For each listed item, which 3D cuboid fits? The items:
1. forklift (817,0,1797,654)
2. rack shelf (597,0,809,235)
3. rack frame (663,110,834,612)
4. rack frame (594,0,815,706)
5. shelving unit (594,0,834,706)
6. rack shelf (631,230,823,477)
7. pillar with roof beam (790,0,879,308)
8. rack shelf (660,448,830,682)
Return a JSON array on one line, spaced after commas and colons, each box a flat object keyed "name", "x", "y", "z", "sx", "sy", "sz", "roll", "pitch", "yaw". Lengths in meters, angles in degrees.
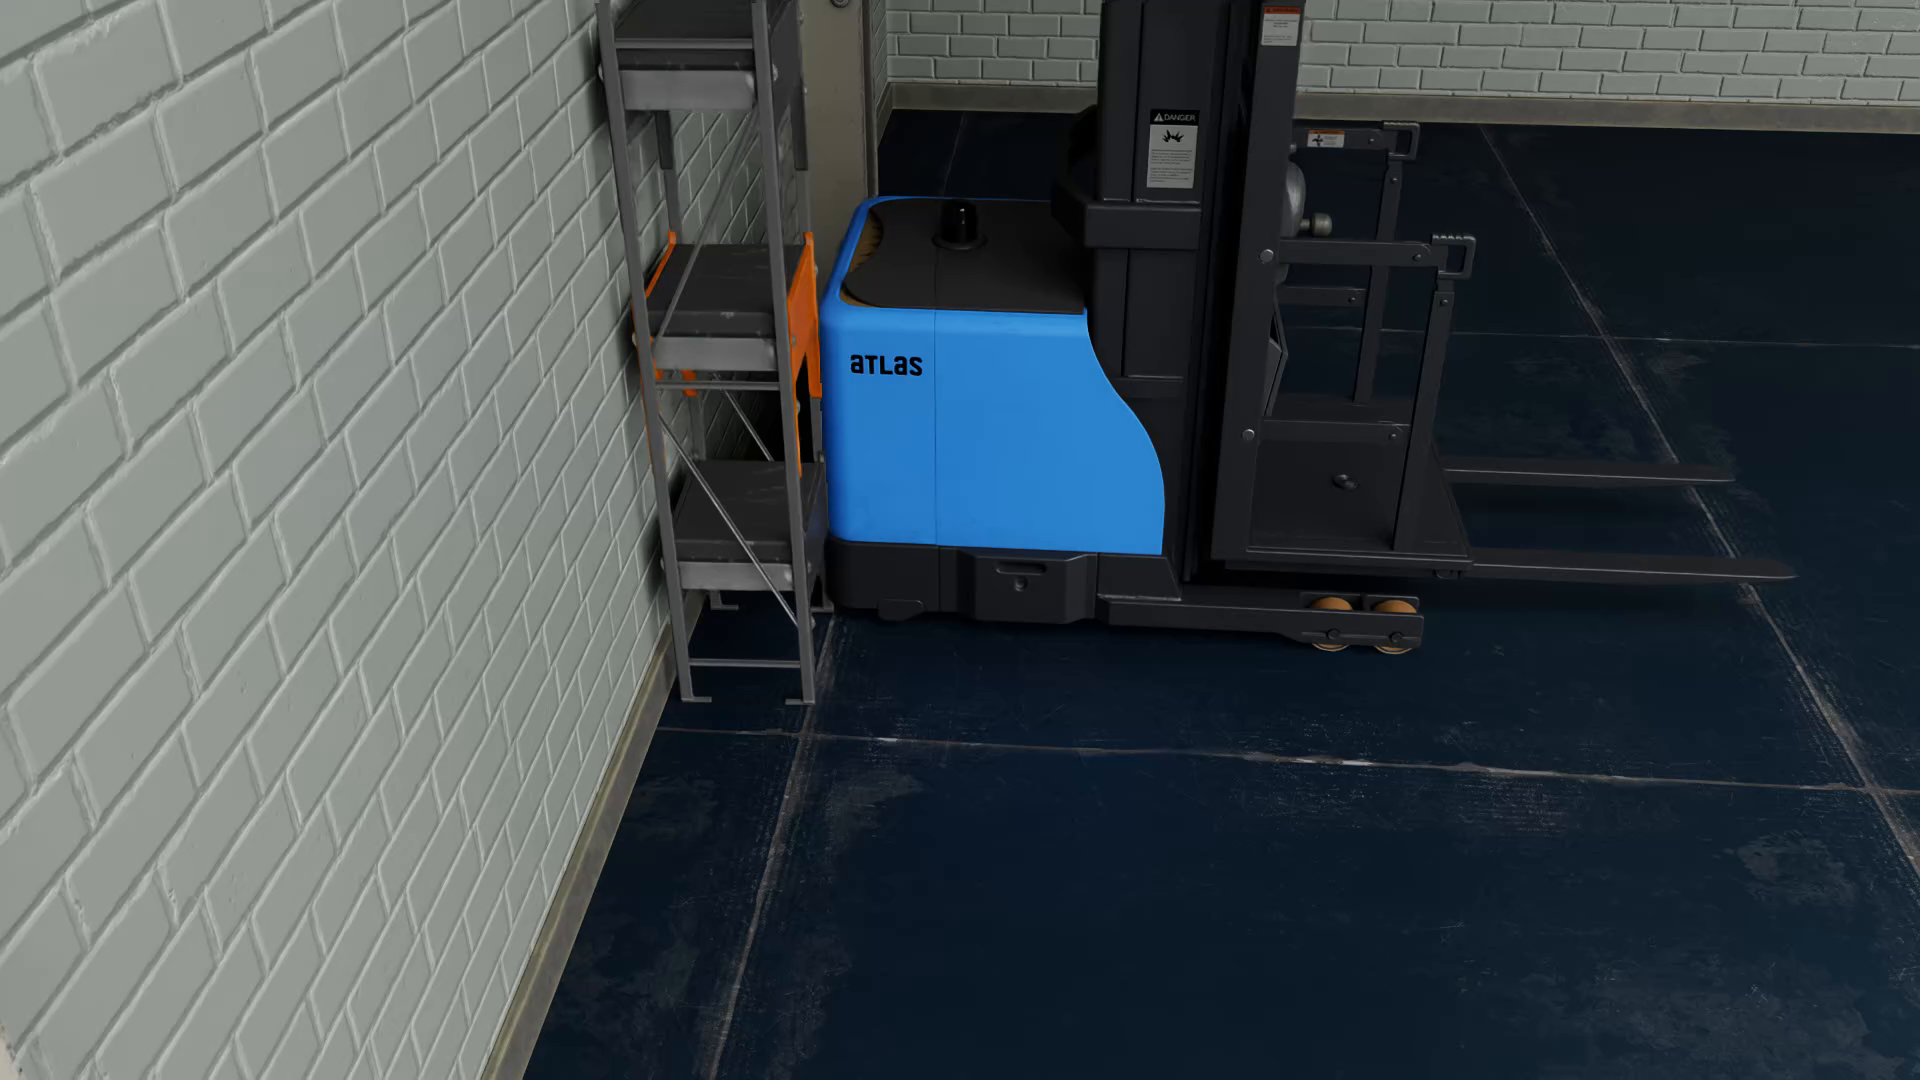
[{"name": "forklift", "x": 1.110, "y": -1.184, "z": 4.878, "sx": 3.031, "sy": 2.935, "sz": 1.130, "roll": 2, "pitch": 32, "yaw": 4}, {"name": "rack shelf", "x": -0.635, "y": -1.116, "z": 4.242, "sx": 0.431, "sy": 0.518, "sz": 0.480, "roll": 1, "pitch": 32, "yaw": 3}, {"name": "rack frame", "x": -0.616, "y": -0.664, "z": 4.813, "sx": 0.400, "sy": 2.100, "sz": 0.015, "roll": 1, "pitch": 32, "yaw": 3}, {"name": "rack frame", "x": -0.641, "y": -0.405, "z": 4.401, "sx": 0.400, "sy": 2.100, "sz": 0.015, "roll": 1, "pitch": 32, "yaw": 3}, {"name": "shelving unit", "x": -0.628, "y": -0.534, "z": 4.607, "sx": 0.431, "sy": 2.100, "sz": 0.503, "roll": 1, "pitch": 32, "yaw": 3}, {"name": "rack shelf", "x": -0.628, "y": -0.523, "z": 4.614, "sx": 0.431, "sy": 0.518, "sz": 0.480, "roll": 1, "pitch": 32, "yaw": 3}, {"name": "pillar with roof beam", "x": 3.763, "y": -4.662, "z": 4.737, "sx": 9.100, "sy": 9.000, "sz": 0.400, "roll": 2, "pitch": 32, "yaw": 4}, {"name": "rack shelf", "x": -0.621, "y": 0.070, "z": 4.986, "sx": 0.431, "sy": 0.518, "sz": 0.480, "roll": 1, "pitch": 32, "yaw": 3}]
